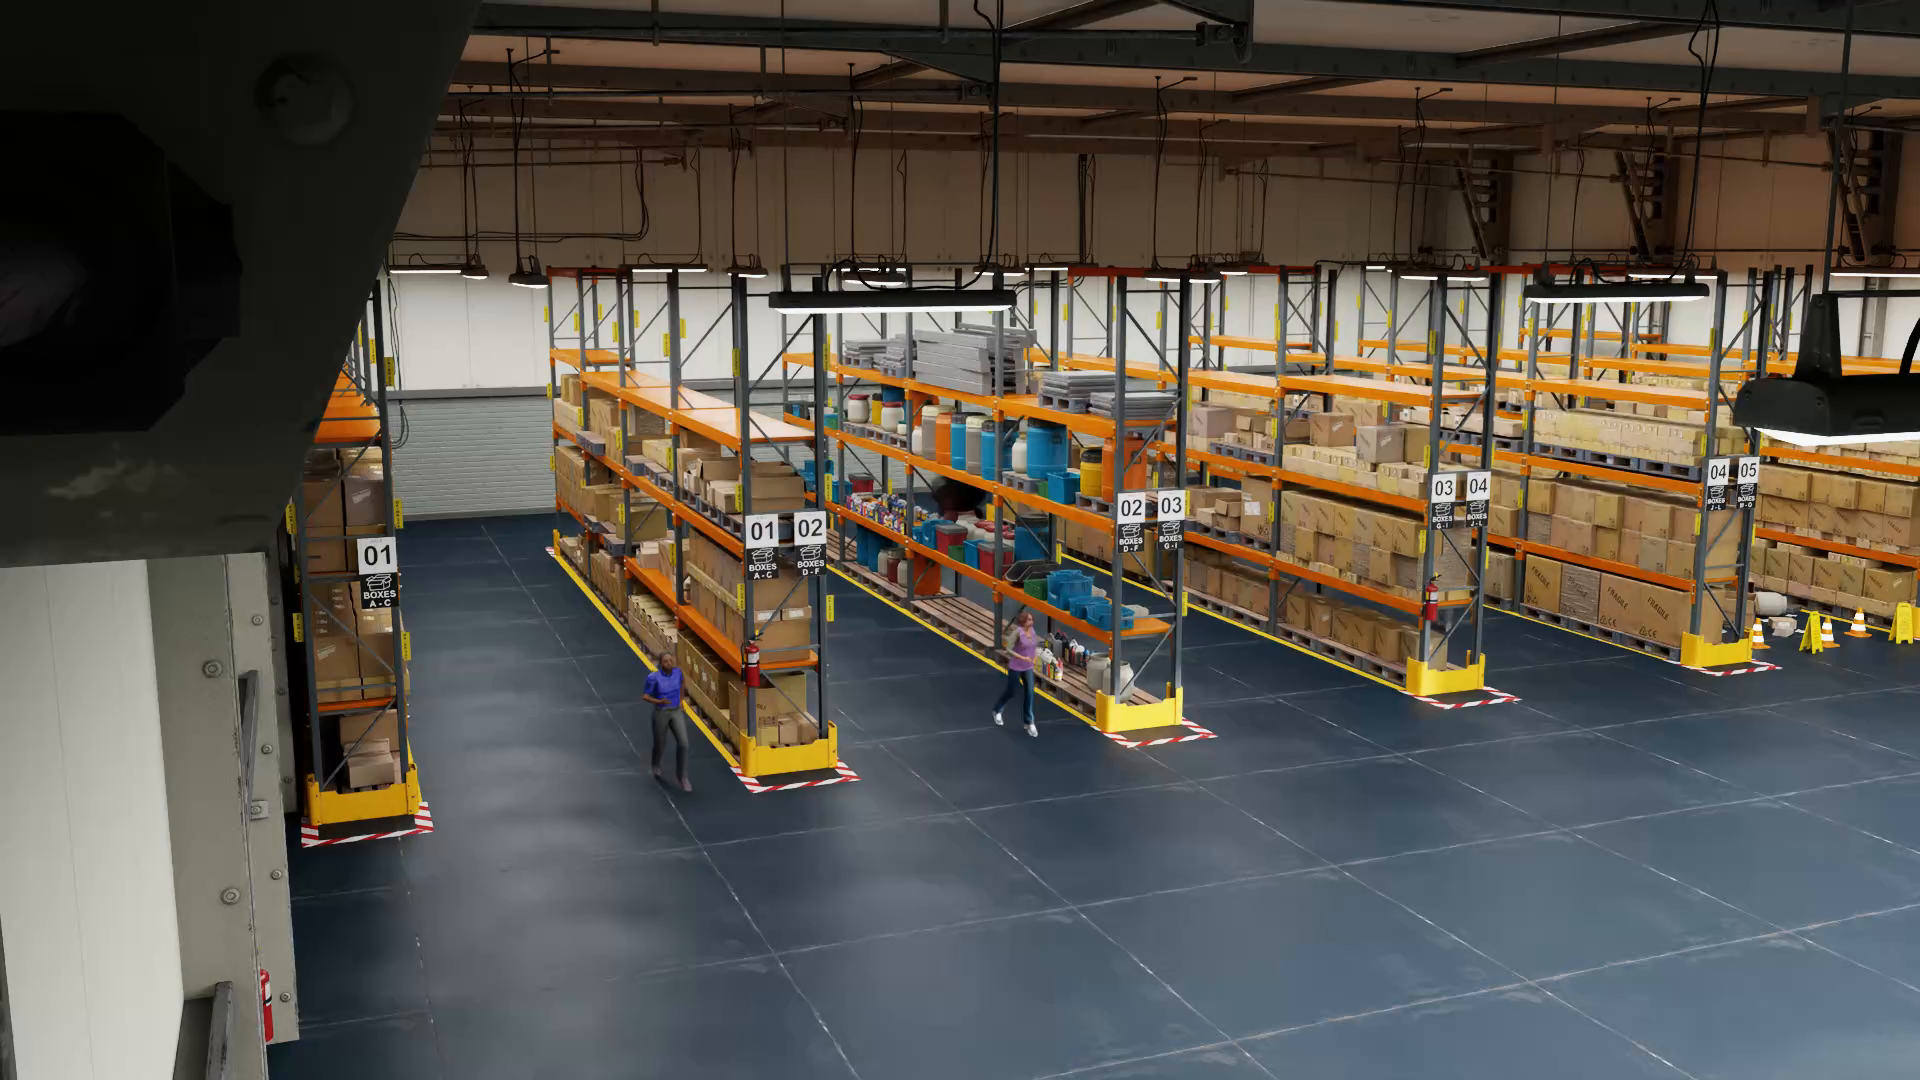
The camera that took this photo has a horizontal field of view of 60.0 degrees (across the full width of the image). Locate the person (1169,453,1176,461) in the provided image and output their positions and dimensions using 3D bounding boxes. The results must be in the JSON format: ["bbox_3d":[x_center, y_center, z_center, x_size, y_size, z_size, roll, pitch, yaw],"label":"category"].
[{"bbox_3d":[5.266,-1.761,41.578,0.891,1.760,0.716,2,10,11],"label":"person"}]

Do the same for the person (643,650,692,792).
[{"bbox_3d":[-3.508,2.122,19.821,0.590,1.694,0.814,-5,11,-27],"label":"person"}]

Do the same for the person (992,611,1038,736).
[{"bbox_3d":[0.830,1.727,22.095,0.585,1.620,0.787,-7,12,-35],"label":"person"}]

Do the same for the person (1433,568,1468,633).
[{"bbox_3d":[8.218,0.683,27.953,0.562,1.758,0.734,-6,12,-31],"label":"person"}]
